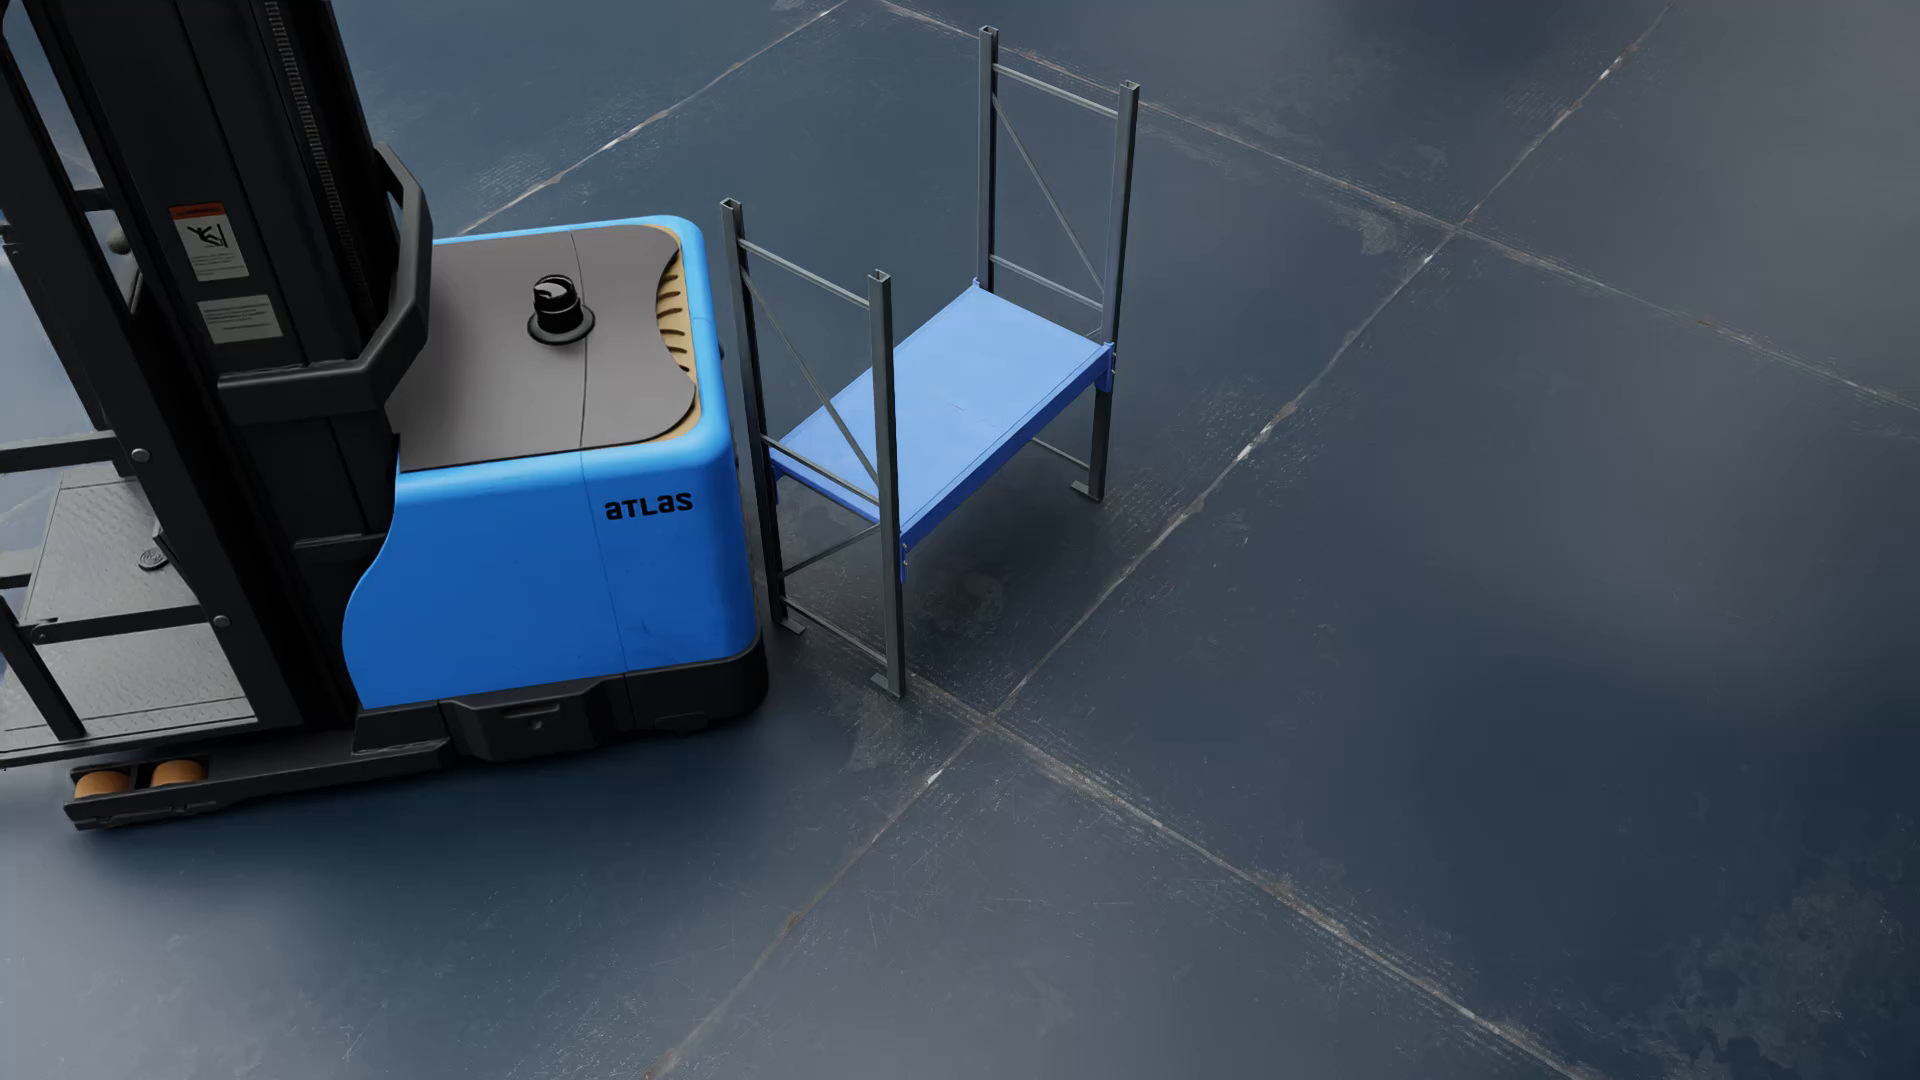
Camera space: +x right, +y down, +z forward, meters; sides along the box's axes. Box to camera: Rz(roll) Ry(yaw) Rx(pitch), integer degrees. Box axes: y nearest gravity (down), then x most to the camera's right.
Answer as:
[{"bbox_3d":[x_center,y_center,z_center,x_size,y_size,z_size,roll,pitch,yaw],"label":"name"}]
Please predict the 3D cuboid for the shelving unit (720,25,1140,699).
[{"bbox_3d":[-0.052,-0.469,4.661,0.538,1.500,1.048,29,53,25],"label":"shelving unit"}]

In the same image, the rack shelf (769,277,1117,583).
[{"bbox_3d":[-0.052,-0.345,4.791,0.538,0.185,1.000,29,53,25],"label":"rack shelf"}]

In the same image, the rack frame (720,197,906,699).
[{"bbox_3d":[-0.363,-0.178,4.383,0.500,1.500,0.032,29,53,25],"label":"rack frame"}]

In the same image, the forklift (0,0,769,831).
[{"bbox_3d":[-2.114,-0.651,3.845,3.031,2.935,1.130,-8,47,-7],"label":"forklift"}]

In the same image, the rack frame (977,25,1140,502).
[{"bbox_3d":[0.259,-0.760,4.939,0.500,1.500,0.032,29,53,25],"label":"rack frame"}]
